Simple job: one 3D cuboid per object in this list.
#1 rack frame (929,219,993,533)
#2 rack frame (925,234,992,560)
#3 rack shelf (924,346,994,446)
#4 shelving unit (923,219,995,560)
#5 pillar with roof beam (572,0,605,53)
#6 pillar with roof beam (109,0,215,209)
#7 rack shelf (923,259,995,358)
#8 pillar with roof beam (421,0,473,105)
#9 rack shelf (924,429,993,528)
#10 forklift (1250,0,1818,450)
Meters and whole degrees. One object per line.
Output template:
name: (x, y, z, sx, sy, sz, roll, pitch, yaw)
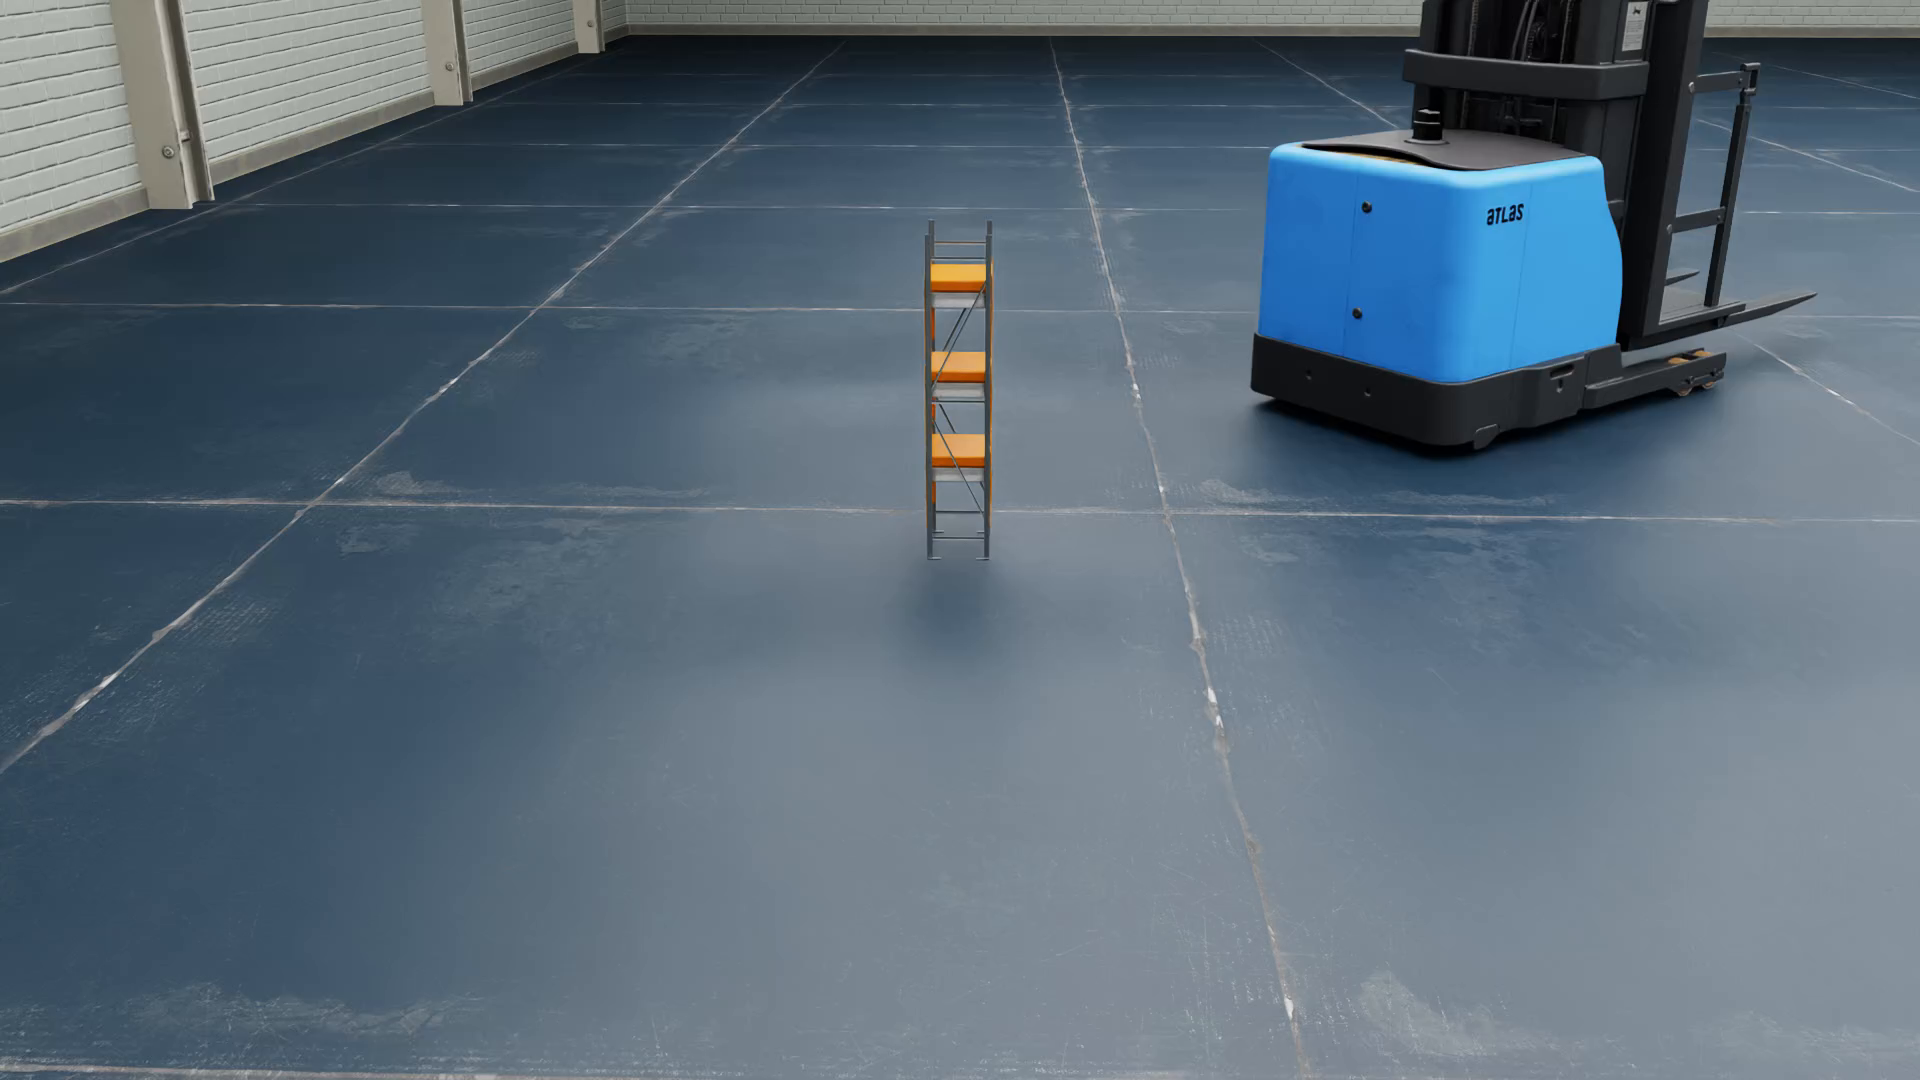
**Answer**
rack frame: (0.002, -0.514, 5.403, 0.200, 1.050, 0.008, 1, 21, 2)
rack frame: (-0.005, -0.426, 5.175, 0.200, 1.050, 0.008, 1, 21, 2)
rack shelf: (-0.002, -0.460, 5.293, 0.215, 0.259, 0.240, 1, 21, 2)
shelving unit: (-0.002, -0.470, 5.289, 0.215, 1.050, 0.252, 1, 21, 2)
pillar with roof beam: (-0.742, -10.819, 20.972, 9.100, 9.000, 0.400, 1, 21, 2)
pillar with roof beam: (-1.107, -6.480, 9.790, 9.100, 9.000, 0.400, 1, 21, 2)
rack shelf: (-0.002, -0.725, 5.190, 0.215, 0.259, 0.240, 1, 21, 2)
pillar with roof beam: (-0.924, -8.649, 15.381, 9.100, 9.000, 0.400, 1, 21, 2)
rack shelf: (-0.002, -0.201, 5.394, 0.215, 0.259, 0.240, 1, 21, 2)
forklift: (2.702, -2.116, 6.931, 3.031, 2.935, 1.130, -15, 26, -34)
